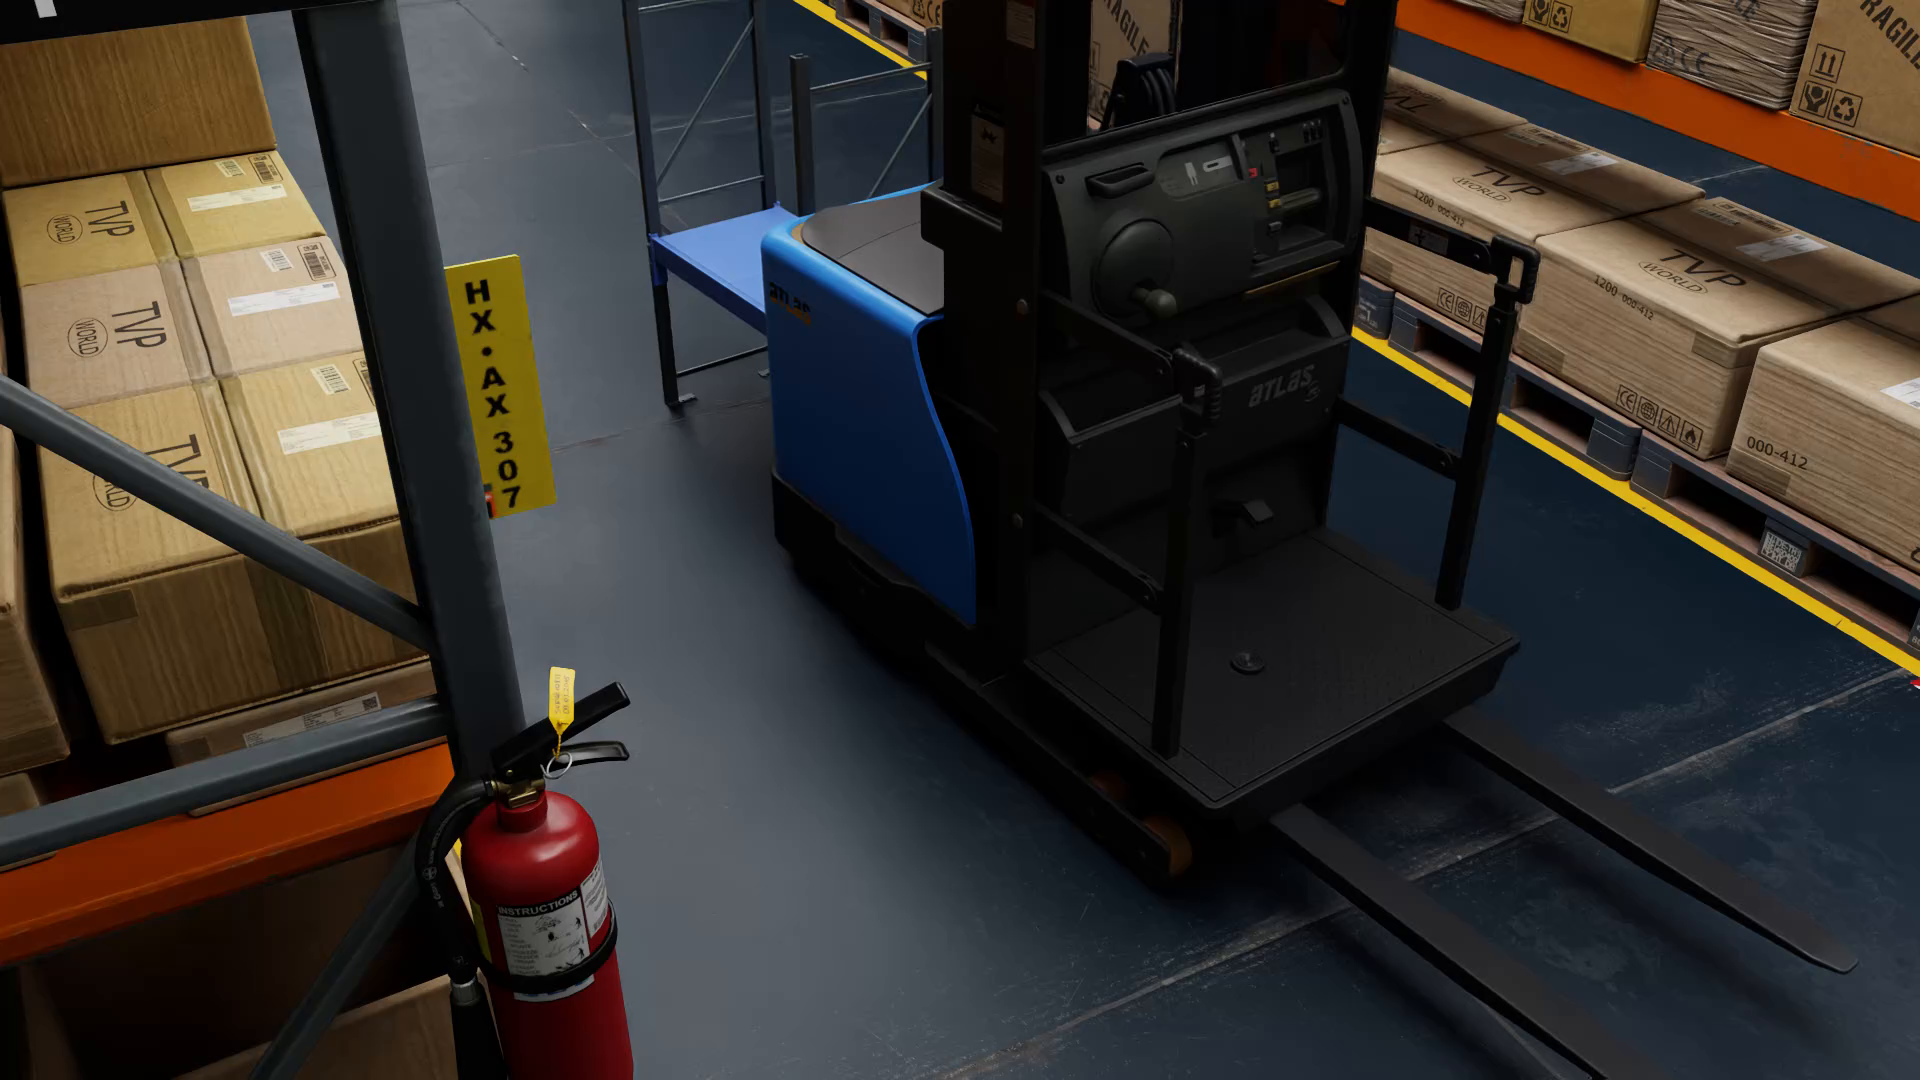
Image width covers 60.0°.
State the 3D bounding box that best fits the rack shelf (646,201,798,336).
[{"bbox_3d":[-0.557,-0.827,5.484,0.538,0.185,1.000,-22,39,-30],"label":"rack shelf"}]

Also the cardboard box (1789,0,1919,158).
[{"bbox_3d":[2.690,-1.369,4.514,0.500,0.500,0.500,-17,36,-24],"label":"cardboard box"}]

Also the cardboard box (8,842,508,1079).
[{"bbox_3d":[-1.221,0.889,3.007,0.797,0.503,0.637,-17,37,-25],"label":"cardboard box"}]

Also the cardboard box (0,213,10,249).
[{"bbox_3d":[-2.178,-0.618,3.298,0.500,0.250,0.500,-16,36,-23],"label":"cardboard box"}]

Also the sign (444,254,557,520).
[{"bbox_3d":[-0.539,-0.171,1.934,0.100,0.325,0.005,-16,36,-23],"label":"sign"}]

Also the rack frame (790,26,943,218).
[{"bbox_3d":[-0.254,-0.758,5.043,0.500,1.500,0.032,-22,39,-30],"label":"rack frame"}]

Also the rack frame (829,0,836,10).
[{"bbox_3d":[-0.360,-4.738,9.865,1.000,3.000,0.127,-16,36,-23],"label":"rack frame"}]

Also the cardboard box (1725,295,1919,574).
[{"bbox_3d":[2.974,-0.308,4.936,0.875,0.438,0.875,-17,36,-25],"label":"cardboard box"}]

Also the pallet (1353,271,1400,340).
[{"bbox_3d":[1.791,-1.272,7.040,1.003,0.211,1.213,-16,36,-23],"label":"pallet"}]

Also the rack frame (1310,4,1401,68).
[{"bbox_3d":[1.505,-2.829,6.885,1.000,3.000,0.127,-16,36,-23],"label":"rack frame"}]

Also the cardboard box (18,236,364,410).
[{"bbox_3d":[-1.228,-0.257,2.733,0.500,0.250,0.500,-15,36,-23],"label":"cardboard box"}]

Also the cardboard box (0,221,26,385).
[{"bbox_3d":[-1.935,-0.369,2.908,0.500,0.250,0.500,-15,35,-22],"label":"cardboard box"}]

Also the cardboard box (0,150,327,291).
[{"bbox_3d":[-1.467,-0.498,3.110,0.500,0.250,0.500,-17,36,-24],"label":"cardboard box"}]

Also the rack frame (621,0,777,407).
[{"bbox_3d":[-0.860,-1.199,5.731,0.500,1.500,0.032,-22,39,-30],"label":"rack frame"}]

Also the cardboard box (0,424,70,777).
[{"bbox_3d":[-1.468,0.115,2.153,0.500,0.250,0.500,-15,36,-22],"label":"cardboard box"}]

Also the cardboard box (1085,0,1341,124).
[{"bbox_3d":[1.145,-2.387,7.775,0.875,0.875,0.875,-15,35,-22],"label":"cardboard box"}]

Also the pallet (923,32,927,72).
[{"bbox_3d":[0.506,-2.587,9.092,1.003,0.211,1.213,-16,36,-23],"label":"pallet"}]

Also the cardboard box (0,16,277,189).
[{"bbox_3d":[-1.692,-1.048,3.273,0.500,0.500,0.500,-15,36,-22],"label":"cardboard box"}]

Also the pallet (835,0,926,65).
[{"bbox_3d":[-0.059,-3.169,10.000,1.003,0.211,1.213,-16,36,-23],"label":"pallet"}]

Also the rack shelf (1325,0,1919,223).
[{"bbox_3d":[2.438,-1.572,5.589,1.077,0.370,4.000,-16,36,-23],"label":"rack shelf"}]

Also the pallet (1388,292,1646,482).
[{"bbox_3d":[2.363,-0.689,6.130,1.003,0.211,1.213,-16,36,-23],"label":"pallet"}]

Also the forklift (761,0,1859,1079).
[{"bbox_3d":[0.709,-0.718,3.653,1.130,2.935,3.031,-22,39,-30],"label":"forklift"}]

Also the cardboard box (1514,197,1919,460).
[{"bbox_3d":[2.540,-0.743,5.614,0.875,0.438,0.875,-15,36,-22],"label":"cardboard box"}]

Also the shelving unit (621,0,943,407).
[{"bbox_3d":[-0.557,-0.979,5.387,0.538,1.500,1.048,-22,39,-30],"label":"shelving unit"}]

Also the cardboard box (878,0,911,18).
[{"bbox_3d":[-0.111,-3.670,9.777,0.875,0.875,0.875,-16,36,-24],"label":"cardboard box"}]

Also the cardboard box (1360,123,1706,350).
[{"bbox_3d":[2.121,-1.173,6.287,0.875,0.438,0.875,-17,36,-24],"label":"cardboard box"}]

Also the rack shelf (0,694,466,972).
[{"bbox_3d":[-1.952,-0.321,3.638,1.077,0.370,4.000,-16,36,-23],"label":"rack shelf"}]

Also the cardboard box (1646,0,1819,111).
[{"bbox_3d":[2.442,-1.612,4.893,0.500,0.500,0.500,-15,36,-22],"label":"cardboard box"}]

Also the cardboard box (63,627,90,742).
[{"bbox_3d":[-1.475,0.209,2.377,0.380,0.149,0.250,-15,35,-22],"label":"cardboard box"}]

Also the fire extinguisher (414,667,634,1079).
[{"bbox_3d":[-0.542,0.474,2.147,0.296,0.674,0.183,-16,36,-23],"label":"fire extinguisher"}]

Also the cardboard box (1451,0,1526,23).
[{"bbox_3d":[1.950,-2.101,5.656,0.500,0.500,0.500,-16,36,-23],"label":"cardboard box"}]

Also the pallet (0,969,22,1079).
[{"bbox_3d":[-1.427,1.088,3.356,1.003,0.211,1.213,-16,36,-23],"label":"pallet"}]

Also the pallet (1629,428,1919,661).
[{"bbox_3d":[2.928,-0.108,5.223,1.003,0.211,1.213,-16,36,-23],"label":"pallet"}]

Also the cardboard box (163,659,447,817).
[{"bbox_3d":[-0.930,0.210,2.374,0.380,0.149,0.250,-16,36,-23],"label":"cardboard box"}]

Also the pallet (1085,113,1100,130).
[{"bbox_3d":[1.079,-2.004,8.183,1.003,0.211,1.213,-16,36,-23],"label":"pallet"}]

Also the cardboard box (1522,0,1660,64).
[{"bbox_3d":[2.190,-1.855,5.273,0.500,0.500,0.500,-15,35,-22],"label":"cardboard box"}]

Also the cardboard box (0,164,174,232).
[{"bbox_3d":[-1.724,-0.737,3.482,0.500,0.250,0.500,-17,36,-24],"label":"cardboard box"}]

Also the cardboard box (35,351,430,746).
[{"bbox_3d":[-0.992,-0.016,2.358,0.500,0.250,0.500,-16,36,-23],"label":"cardboard box"}]

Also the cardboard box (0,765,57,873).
[{"bbox_3d":[-1.411,0.345,2.163,0.380,0.149,0.250,-16,36,-24],"label":"cardboard box"}]

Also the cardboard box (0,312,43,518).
[{"bbox_3d":[-1.708,-0.131,2.537,0.500,0.250,0.500,-16,36,-23],"label":"cardboard box"}]

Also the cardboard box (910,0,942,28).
[{"bbox_3d":[0.301,-3.243,9.111,0.875,0.875,0.875,-15,36,-23],"label":"cardboard box"}]

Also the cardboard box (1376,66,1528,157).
[{"bbox_3d":[1.703,-1.600,6.953,0.875,0.438,0.875,-16,36,-24],"label":"cardboard box"}]
